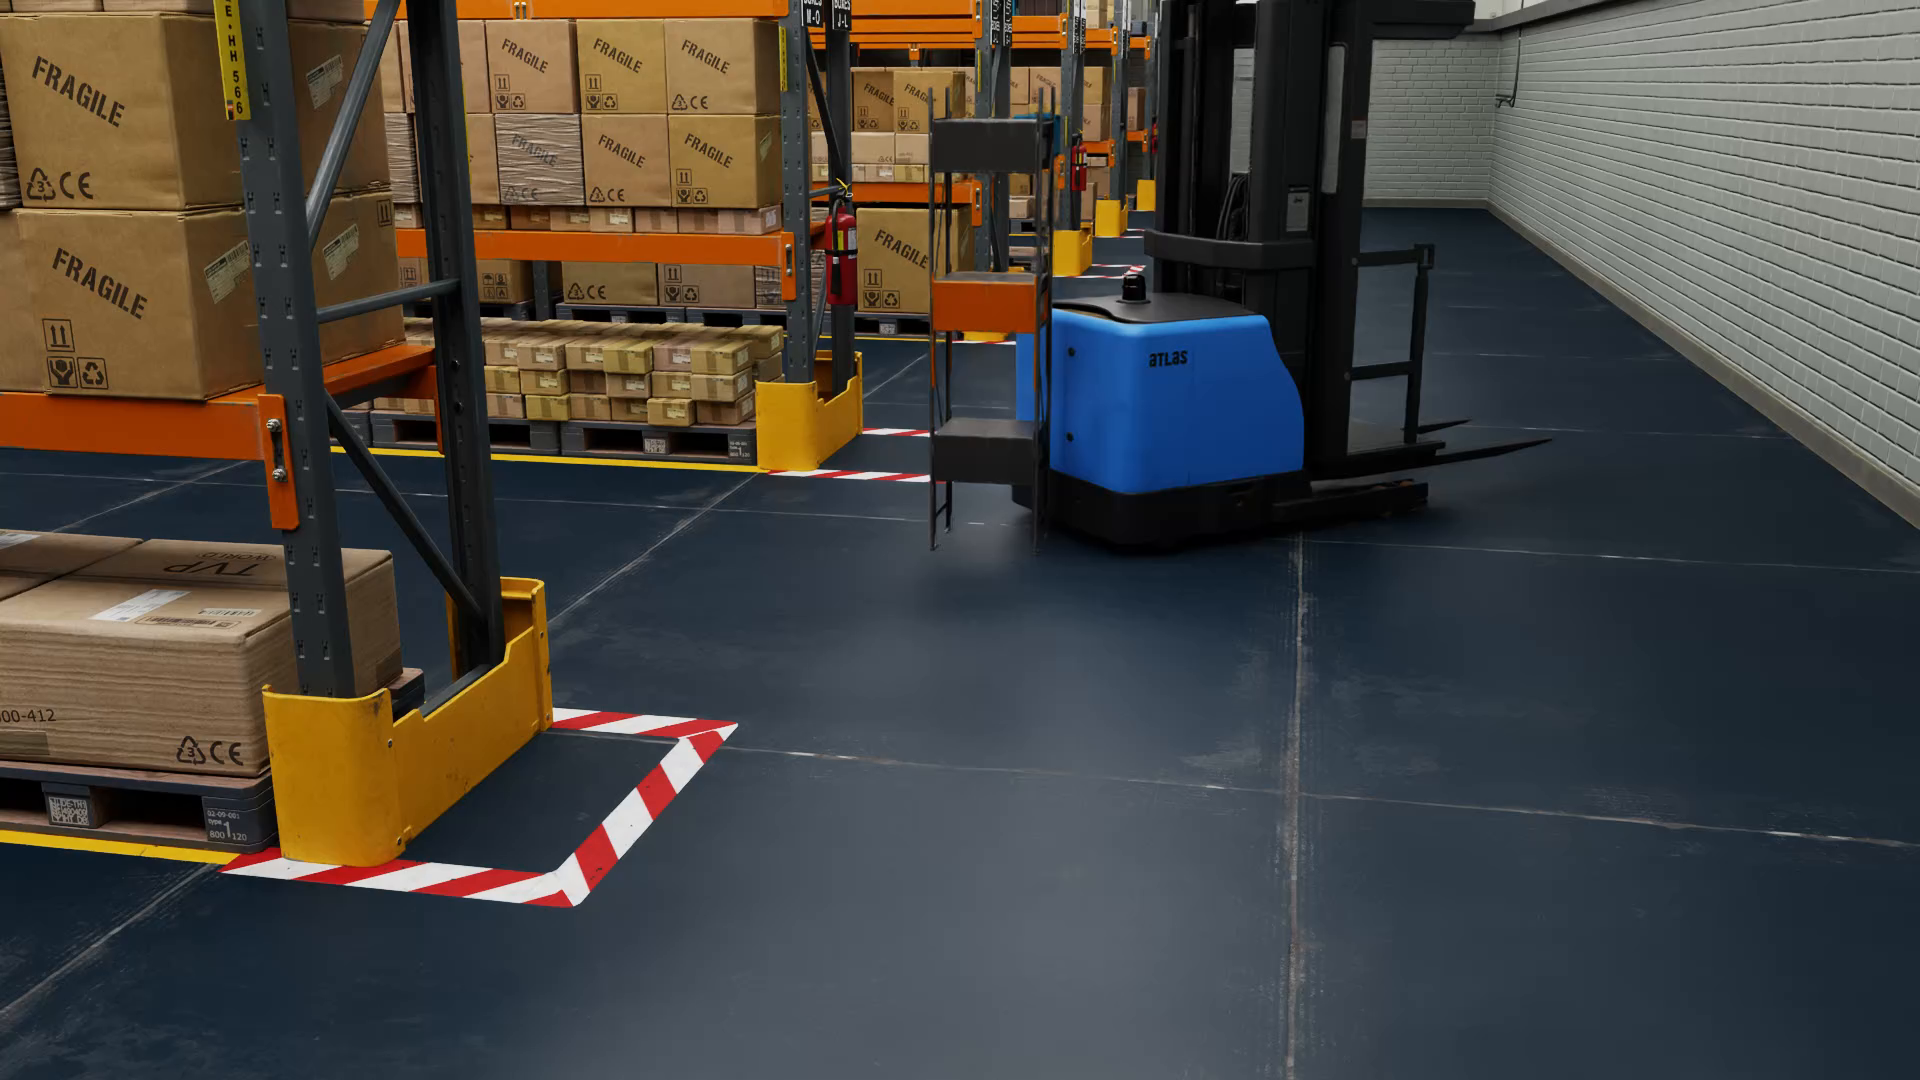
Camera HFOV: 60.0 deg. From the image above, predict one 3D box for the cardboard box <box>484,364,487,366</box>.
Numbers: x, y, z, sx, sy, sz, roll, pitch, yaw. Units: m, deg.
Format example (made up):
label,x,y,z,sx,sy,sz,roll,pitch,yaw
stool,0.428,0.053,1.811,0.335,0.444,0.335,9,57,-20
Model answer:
label,x,y,z,sx,sy,sz,roll,pitch,yaw
cardboard box,-2.924,-0.988,9.937,0.250,0.149,0.380,3,16,12

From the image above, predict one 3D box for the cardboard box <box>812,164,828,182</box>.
label,x,y,z,sx,sy,sz,roll,pitch,yaw
cardboard box,-1.135,-3.143,14.192,0.250,0.149,0.380,3,16,10

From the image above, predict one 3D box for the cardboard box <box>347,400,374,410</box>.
label,x,y,z,sx,sy,sz,roll,pitch,yaw
cardboard box,-3.661,-0.909,10.209,0.250,0.149,0.380,3,16,10

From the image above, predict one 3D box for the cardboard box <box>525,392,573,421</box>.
label,x,y,z,sx,sy,sz,roll,pitch,yaw
cardboard box,-2.385,-0.818,9.881,0.250,0.149,0.380,2,16,9

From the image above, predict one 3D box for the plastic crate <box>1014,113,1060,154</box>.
label,x,y,z,sx,sy,sz,roll,pitch,yaw
plastic crate,0.902,-4.588,18.759,0.499,0.435,0.616,3,16,11

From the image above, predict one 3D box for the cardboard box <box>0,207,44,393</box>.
label,x,y,z,sx,sy,sz,roll,pitch,yaw
cardboard box,-2.709,-0.721,4.787,0.500,0.500,0.500,3,16,10

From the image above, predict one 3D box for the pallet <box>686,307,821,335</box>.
label,x,y,z,sx,sy,sz,roll,pitch,yaw
pallet,-1.711,-2.021,14.894,1.213,0.211,1.003,3,16,11

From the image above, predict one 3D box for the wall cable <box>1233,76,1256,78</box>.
label,x,y,z,sx,sy,sz,roll,pitch,yaw
wall cable,4.685,-7.834,28.751,1.851,1.984,0.084,3,16,11

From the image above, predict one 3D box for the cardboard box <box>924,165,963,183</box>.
label,x,y,z,sx,sy,sz,roll,pitch,yaw
cardboard box,-0.134,-3.089,13.997,0.250,0.149,0.380,3,16,12

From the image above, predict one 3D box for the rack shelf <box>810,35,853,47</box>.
label,x,y,z,sx,sy,sz,roll,pitch,yaw
rack shelf,-3.621,-7.287,24.408,4.000,0.370,1.077,3,16,11

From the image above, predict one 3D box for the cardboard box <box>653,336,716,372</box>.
label,x,y,z,sx,sy,sz,roll,pitch,yaw
cardboard box,-1.611,-1.091,9.751,0.250,0.149,0.380,3,16,12

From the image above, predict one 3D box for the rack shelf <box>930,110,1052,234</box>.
label,x,y,z,sx,sy,sz,roll,pitch,yaw
rack shelf,0.147,-1.662,7.488,0.480,0.518,0.431,3,16,11

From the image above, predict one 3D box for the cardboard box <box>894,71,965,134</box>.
label,x,y,z,sx,sy,sz,roll,pitch,yaw
cardboard box,-0.249,-3.667,13.932,0.500,0.500,0.500,3,16,12

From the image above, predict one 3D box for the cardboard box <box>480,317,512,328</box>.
label,x,y,z,sx,sy,sz,roll,pitch,yaw
cardboard box,-3.033,-1.313,10.551,0.250,0.149,0.380,3,16,9

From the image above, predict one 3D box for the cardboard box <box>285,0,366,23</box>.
label,x,y,z,sx,sy,sz,roll,pitch,yaw
cardboard box,-1.987,-1.619,4.943,0.250,0.149,0.380,3,16,12

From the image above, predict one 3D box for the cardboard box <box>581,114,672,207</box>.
label,x,y,z,sx,sy,sz,roll,pitch,yaw
cardboard box,-1.802,-2.162,9.435,0.500,0.500,0.500,3,16,10

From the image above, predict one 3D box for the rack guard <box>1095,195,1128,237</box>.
label,x,y,z,sx,sy,sz,roll,pitch,yaw
rack guard,2.184,-4.668,23.909,0.348,0.500,1.175,3,16,11

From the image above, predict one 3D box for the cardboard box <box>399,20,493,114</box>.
label,x,y,z,sx,sy,sz,roll,pitch,yaw
cardboard box,-2.832,-2.698,9.495,0.500,0.500,0.500,3,16,9

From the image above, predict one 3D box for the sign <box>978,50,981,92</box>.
label,x,y,z,sx,sy,sz,roll,pitch,yaw
sign,0.159,-3.809,13.510,0.005,0.325,0.100,3,16,11

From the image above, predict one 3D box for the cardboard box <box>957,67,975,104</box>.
label,x,y,z,sx,sy,sz,roll,pitch,yaw
cardboard box,0.260,-6.431,23.530,0.500,0.500,0.500,4,16,13

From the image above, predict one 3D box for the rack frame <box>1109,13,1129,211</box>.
label,x,y,z,sx,sy,sz,roll,pitch,yaw
rack frame,2.258,-5.869,23.561,0.127,3.000,1.000,3,16,11

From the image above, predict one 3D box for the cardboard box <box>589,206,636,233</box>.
label,x,y,z,sx,sy,sz,roll,pitch,yaw
cardboard box,-1.922,-1.848,9.515,0.250,0.149,0.380,4,16,13

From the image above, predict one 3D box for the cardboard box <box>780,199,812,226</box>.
label,x,y,z,sx,sy,sz,roll,pitch,yaw
cardboard box,-1.059,-1.968,9.947,0.250,0.149,0.380,3,16,11

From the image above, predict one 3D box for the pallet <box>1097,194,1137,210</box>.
label,x,y,z,sx,sy,sz,roll,pitch,yaw
pallet,2.443,-5.843,28.691,1.213,0.211,1.003,3,16,11

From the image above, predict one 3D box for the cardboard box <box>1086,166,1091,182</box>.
label,x,y,z,sx,sy,sz,roll,pitch,yaw
cardboard box,2.045,-6.200,28.653,0.500,0.500,0.700,3,16,11

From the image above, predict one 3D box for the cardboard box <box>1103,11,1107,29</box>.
label,x,y,z,sx,sy,sz,roll,pitch,yaw
cardboard box,1.805,-7.336,23.519,0.500,0.250,0.500,3,16,11

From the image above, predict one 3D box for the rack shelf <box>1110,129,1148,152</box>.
label,x,y,z,sx,sy,sz,roll,pitch,yaw
rack shelf,1.282,-6.925,28.720,4.000,0.370,1.077,3,16,11

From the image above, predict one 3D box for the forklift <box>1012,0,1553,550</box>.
label,x,y,z,sx,sy,sz,roll,pitch,yaw
forklift,1.800,-1.633,8.398,3.031,2.935,1.130,-9,18,-29

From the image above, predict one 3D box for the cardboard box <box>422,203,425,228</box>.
label,x,y,z,sx,sy,sz,roll,pitch,yaw
cardboard box,-2.942,-1.917,9.765,0.250,0.149,0.380,4,16,13

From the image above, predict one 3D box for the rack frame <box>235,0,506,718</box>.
label,x,y,z,sx,sy,sz,roll,pitch,yaw
rack frame,-1.694,-0.685,4.847,0.127,3.000,1.000,3,16,11

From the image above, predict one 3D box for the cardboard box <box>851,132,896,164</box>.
label,x,y,z,sx,sy,sz,roll,pitch,yaw
cardboard box,-0.744,-3.332,14.127,0.500,0.250,0.500,3,16,10

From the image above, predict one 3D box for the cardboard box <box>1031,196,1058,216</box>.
label,x,y,z,sx,sy,sz,roll,pitch,yaw
cardboard box,1.292,-4.886,24.337,0.500,0.250,0.500,3,16,11

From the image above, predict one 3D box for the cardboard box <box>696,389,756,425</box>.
label,x,y,z,sx,sy,sz,roll,pitch,yaw
cardboard box,-1.364,-0.788,9.770,0.250,0.149,0.380,3,16,12

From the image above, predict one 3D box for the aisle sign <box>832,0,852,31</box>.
label,x,y,z,sx,sy,sz,roll,pitch,yaw
aisle sign,-0.676,-3.313,9.463,0.004,0.787,0.394,3,16,11

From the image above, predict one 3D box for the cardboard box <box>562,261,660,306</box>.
label,x,y,z,sx,sy,sz,roll,pitch,yaw
cardboard box,-3.008,-2.613,14.999,0.875,0.875,0.875,3,16,11

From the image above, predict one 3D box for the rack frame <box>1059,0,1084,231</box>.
label,x,y,z,sx,sy,sz,roll,pitch,yaw
rack frame,1.267,-4.573,18.883,0.127,3.000,1.000,3,16,11

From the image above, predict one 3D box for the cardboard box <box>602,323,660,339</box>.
label,x,y,z,sx,sy,sz,roll,pitch,yaw
cardboard box,-2.028,-1.239,10.286,0.250,0.149,0.380,2,16,8

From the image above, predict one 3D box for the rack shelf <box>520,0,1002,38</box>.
label,x,y,z,sx,sy,sz,roll,pitch,yaw
rack shelf,-1.679,-4.483,14.286,4.000,0.370,1.077,3,16,11

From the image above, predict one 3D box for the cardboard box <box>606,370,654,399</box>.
label,x,y,z,sx,sy,sz,roll,pitch,yaw
cardboard box,-1.891,-0.938,9.756,0.250,0.149,0.380,2,16,9

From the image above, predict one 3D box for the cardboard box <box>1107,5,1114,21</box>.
label,x,y,z,sx,sy,sz,roll,pitch,yaw
cardboard box,2.471,-8.758,27.680,0.500,0.250,0.500,4,16,13

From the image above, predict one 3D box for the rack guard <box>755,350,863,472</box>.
label,x,y,z,sx,sy,sz,roll,pitch,yaw
rack guard,-0.881,-0.785,9.890,0.348,0.500,1.175,3,16,11

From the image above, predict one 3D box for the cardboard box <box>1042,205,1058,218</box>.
label,x,y,z,sx,sy,sz,roll,pitch,yaw
cardboard box,1.297,-4.725,23.915,0.250,0.166,0.380,3,16,11

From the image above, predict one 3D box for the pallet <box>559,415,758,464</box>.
label,x,y,z,sx,sy,sz,roll,pitch,yaw
pallet,-1.670,-0.698,10.117,1.213,0.211,1.003,3,16,11

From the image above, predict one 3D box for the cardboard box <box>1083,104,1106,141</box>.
label,x,y,z,sx,sy,sz,roll,pitch,yaw
cardboard box,1.765,-5.870,23.376,0.500,0.500,0.500,4,16,13

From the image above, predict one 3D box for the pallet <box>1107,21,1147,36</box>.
label,x,y,z,sx,sy,sz,roll,pitch,yaw
pallet,2.513,-8.605,27.983,1.213,0.211,1.003,3,16,11

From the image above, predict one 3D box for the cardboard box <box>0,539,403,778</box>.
label,x,y,z,sx,sy,sz,roll,pitch,yaw
cardboard box,-2.361,0.338,5.165,0.875,0.438,0.875,3,16,9

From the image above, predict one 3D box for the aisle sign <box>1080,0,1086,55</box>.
label,x,y,z,sx,sy,sz,roll,pitch,yaw
aisle sign,1.397,-5.900,18.803,0.004,0.787,0.394,3,16,11

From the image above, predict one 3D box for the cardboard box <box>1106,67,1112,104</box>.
label,x,y,z,sx,sy,sz,roll,pitch,yaw
cardboard box,1.876,-6.492,23.748,0.500,0.500,0.500,4,16,13

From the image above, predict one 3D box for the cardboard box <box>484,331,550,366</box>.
label,x,y,z,sx,sy,sz,roll,pitch,yaw
cardboard box,-2.642,-1.145,9.945,0.250,0.149,0.380,3,16,9

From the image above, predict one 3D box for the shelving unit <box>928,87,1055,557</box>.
label,x,y,z,sx,sy,sz,roll,pitch,yaw
shelving unit,0.147,-1.001,7.671,0.503,2.100,0.431,3,16,11

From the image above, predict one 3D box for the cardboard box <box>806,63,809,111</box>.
label,x,y,z,sx,sy,sz,roll,pitch,yaw
cardboard box,-1.194,-2.752,9.692,0.500,0.500,0.500,3,16,11

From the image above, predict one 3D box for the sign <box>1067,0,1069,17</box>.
label,x,y,z,sx,sy,sz,roll,pitch,yaw
sign,1.174,-5.824,17.974,0.005,0.325,0.100,3,16,11
